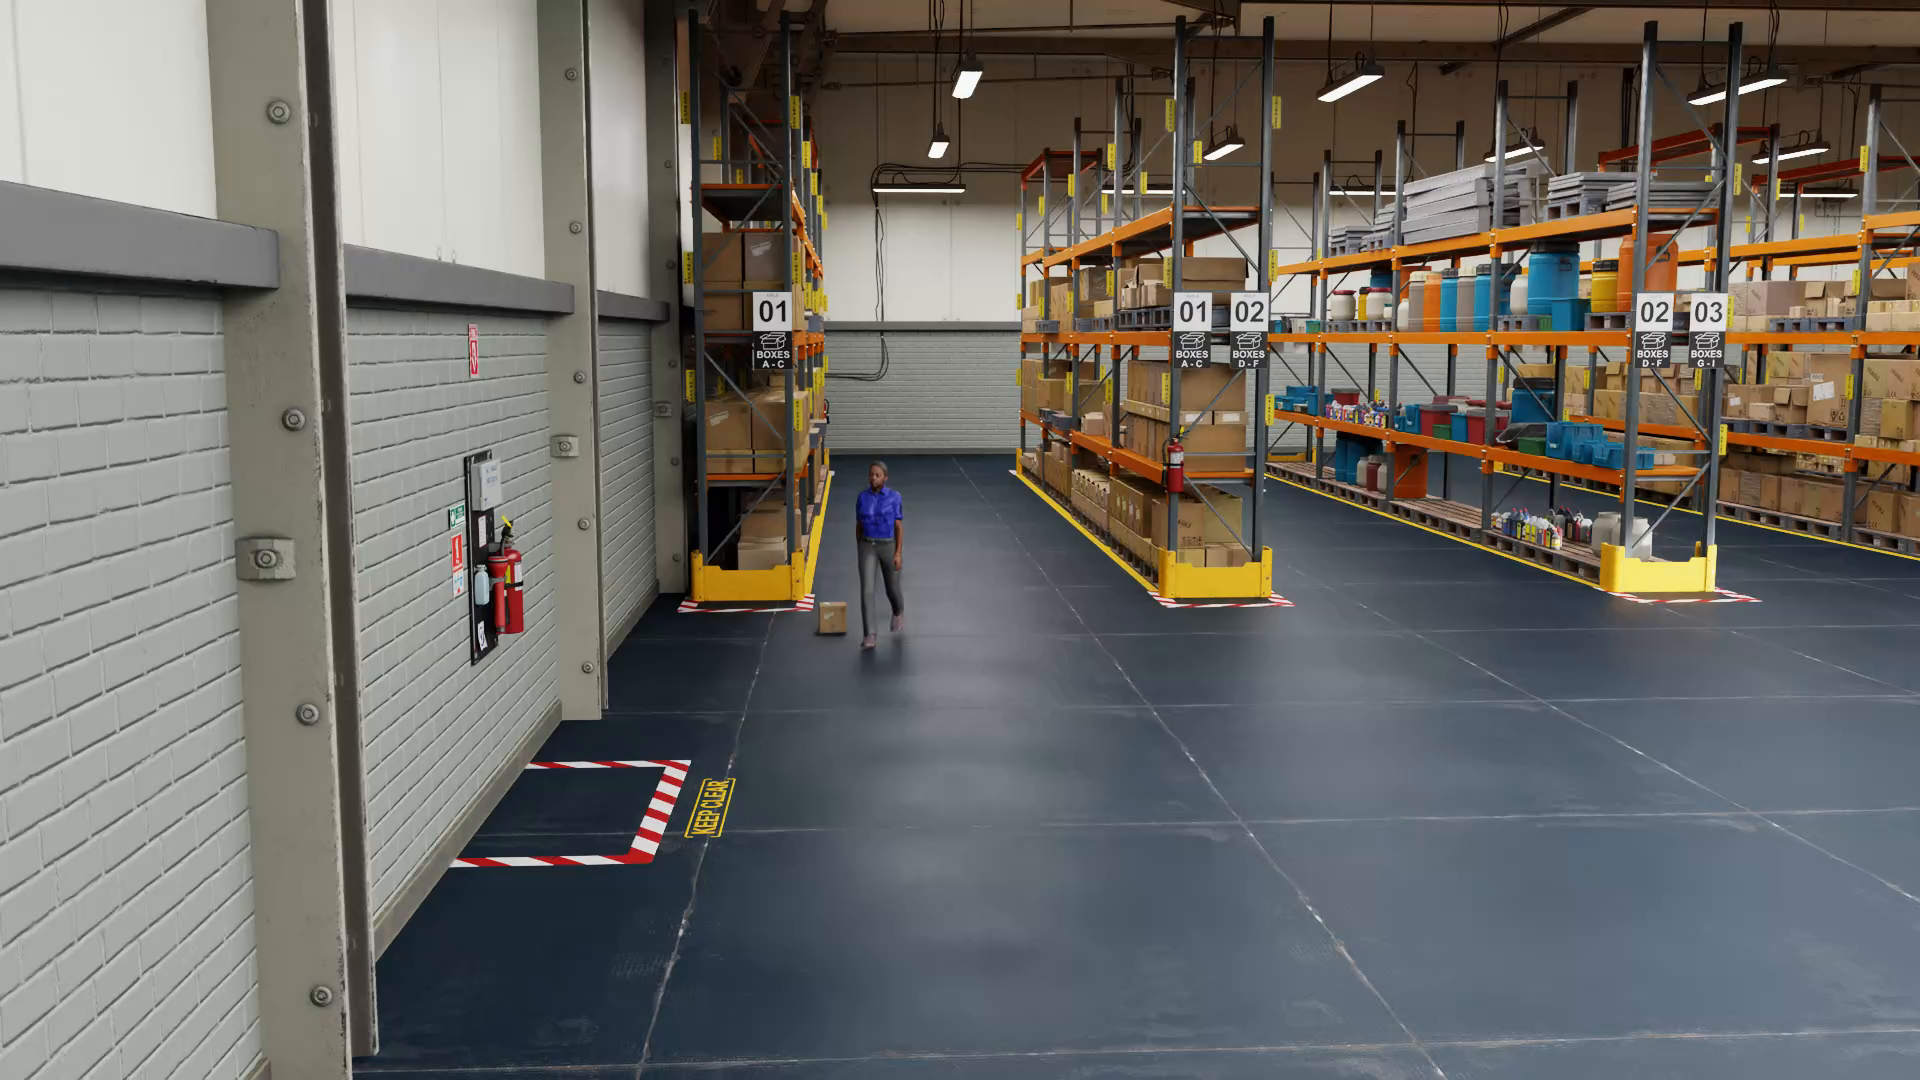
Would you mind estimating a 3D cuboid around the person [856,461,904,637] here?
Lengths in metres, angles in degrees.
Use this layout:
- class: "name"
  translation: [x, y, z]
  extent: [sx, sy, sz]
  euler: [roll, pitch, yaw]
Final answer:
- class: "person"
  translation: [-0.711, 0.068, 14.908]
  extent: [0.438, 1.566, 0.676]
  euler: [1, 7, 6]
